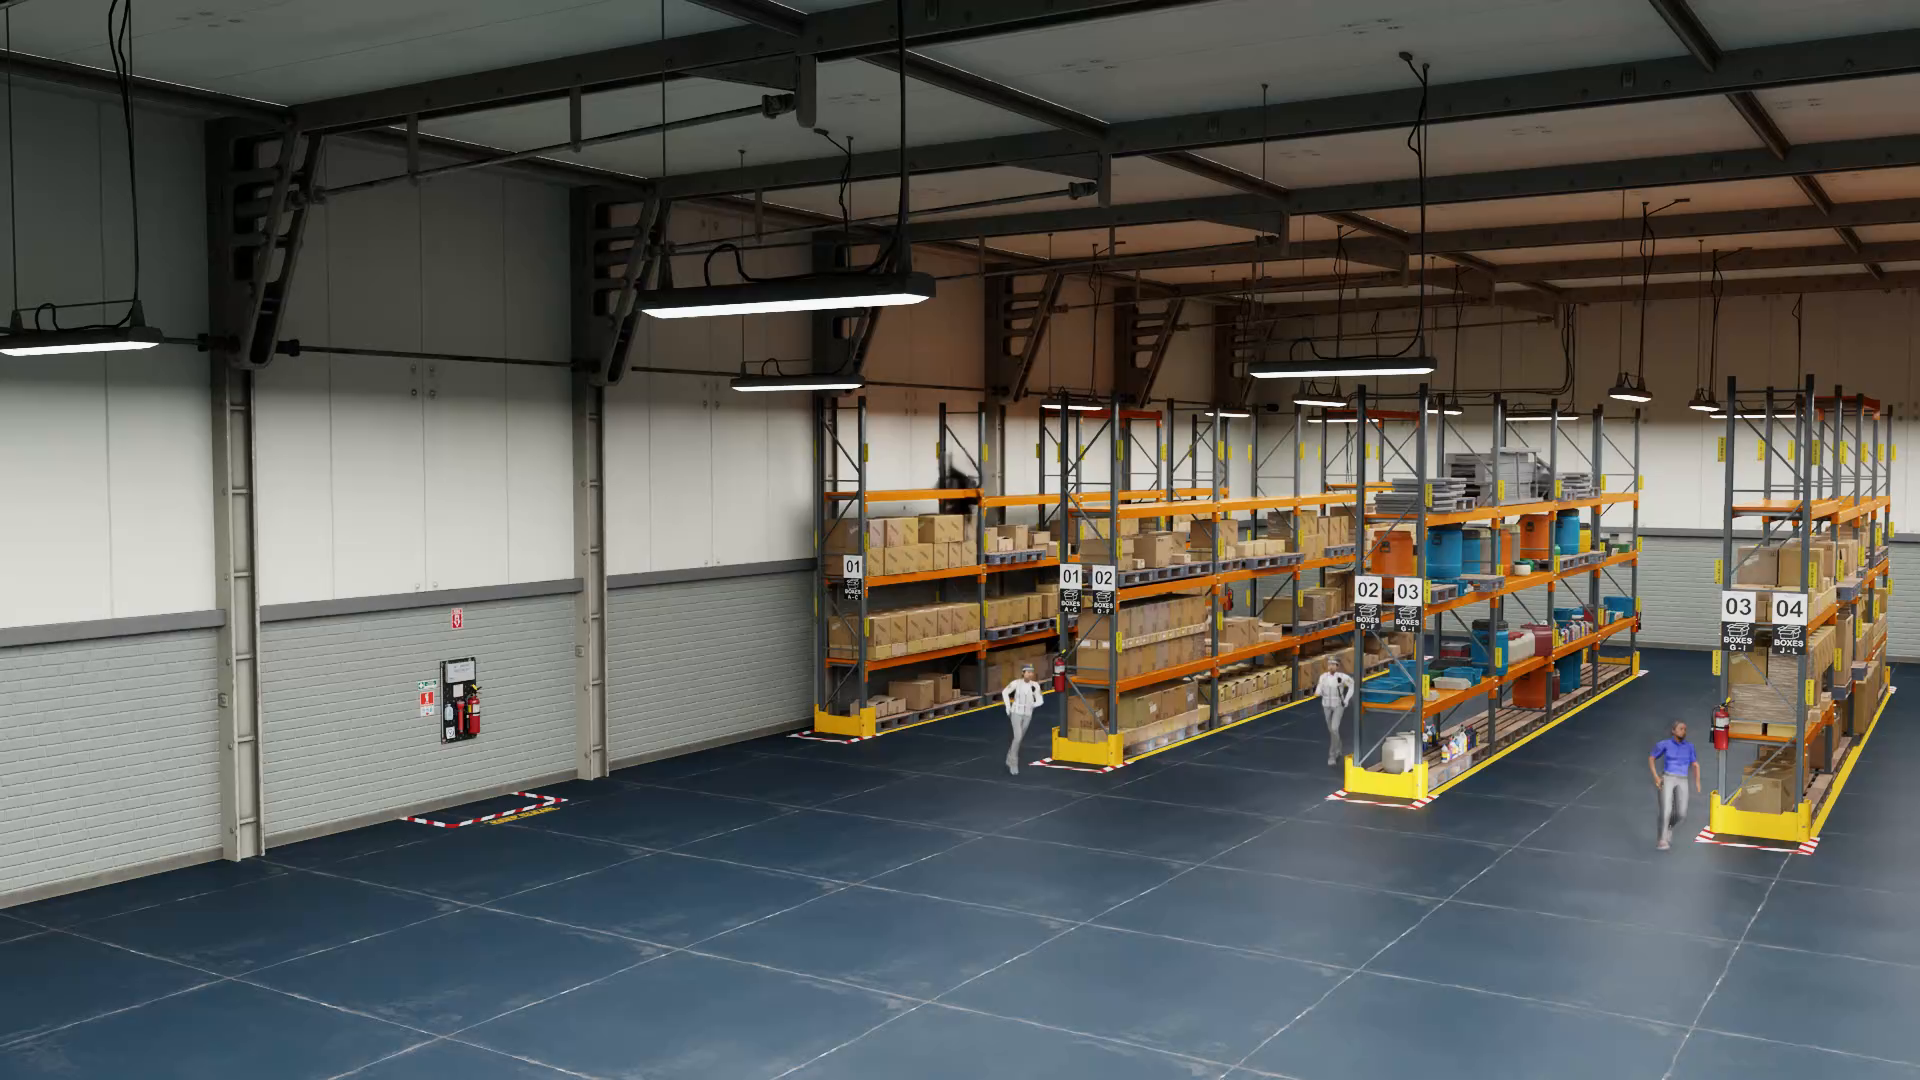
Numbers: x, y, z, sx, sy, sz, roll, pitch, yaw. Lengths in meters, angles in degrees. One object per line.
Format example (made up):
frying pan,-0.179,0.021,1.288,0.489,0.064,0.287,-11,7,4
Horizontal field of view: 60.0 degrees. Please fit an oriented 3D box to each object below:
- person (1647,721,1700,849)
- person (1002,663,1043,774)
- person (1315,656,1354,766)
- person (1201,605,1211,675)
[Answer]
person,9.060,3.107,21.061,0.632,1.607,0.482,1,3,10
person,0.998,2.799,26.256,0.582,1.726,0.675,-1,3,-18
person,6.050,2.743,26.963,0.566,1.752,0.781,2,4,36
person,5.191,2.280,35.225,0.713,1.785,0.751,2,4,38
